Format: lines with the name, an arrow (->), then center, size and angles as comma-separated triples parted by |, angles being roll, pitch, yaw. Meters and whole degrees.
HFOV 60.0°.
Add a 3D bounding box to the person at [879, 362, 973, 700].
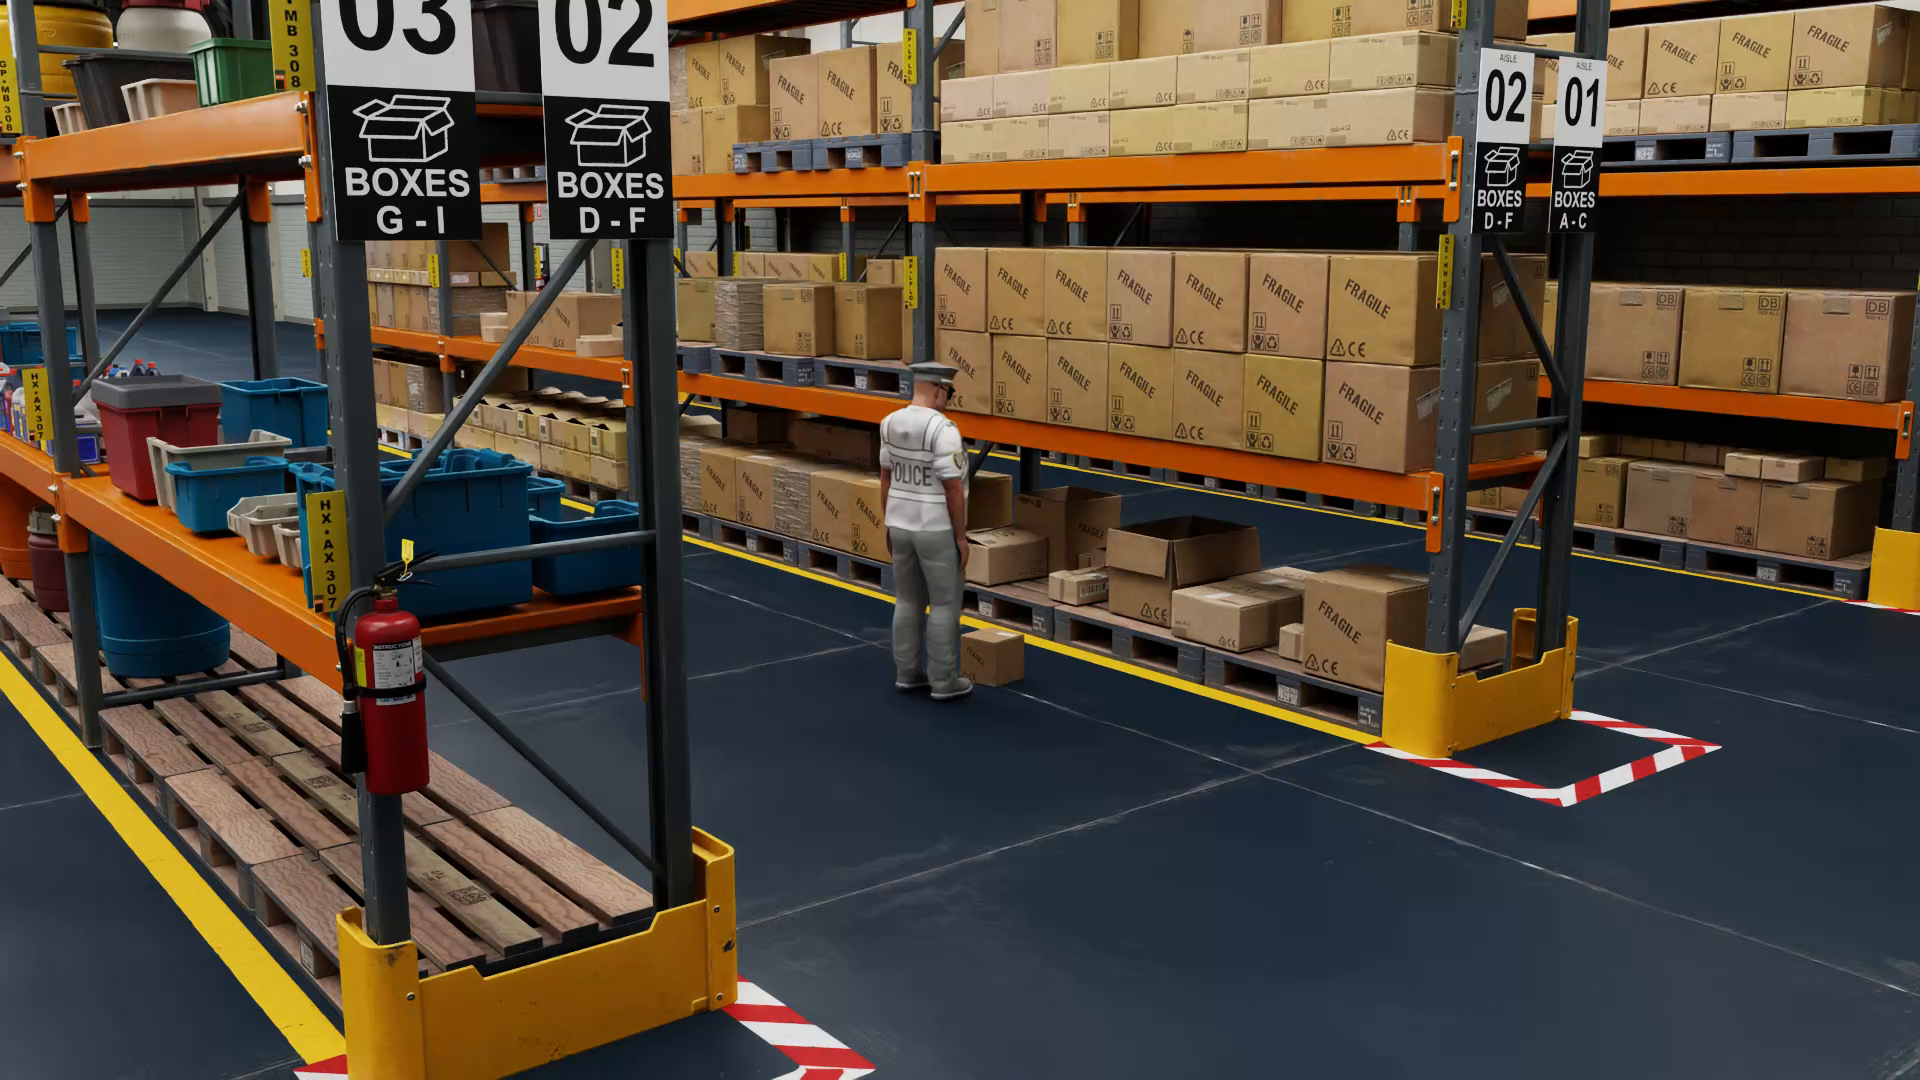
person -> -0.135, -0.044, 8.583 | 0.546, 1.752, 0.457 | 10, 14, 41
